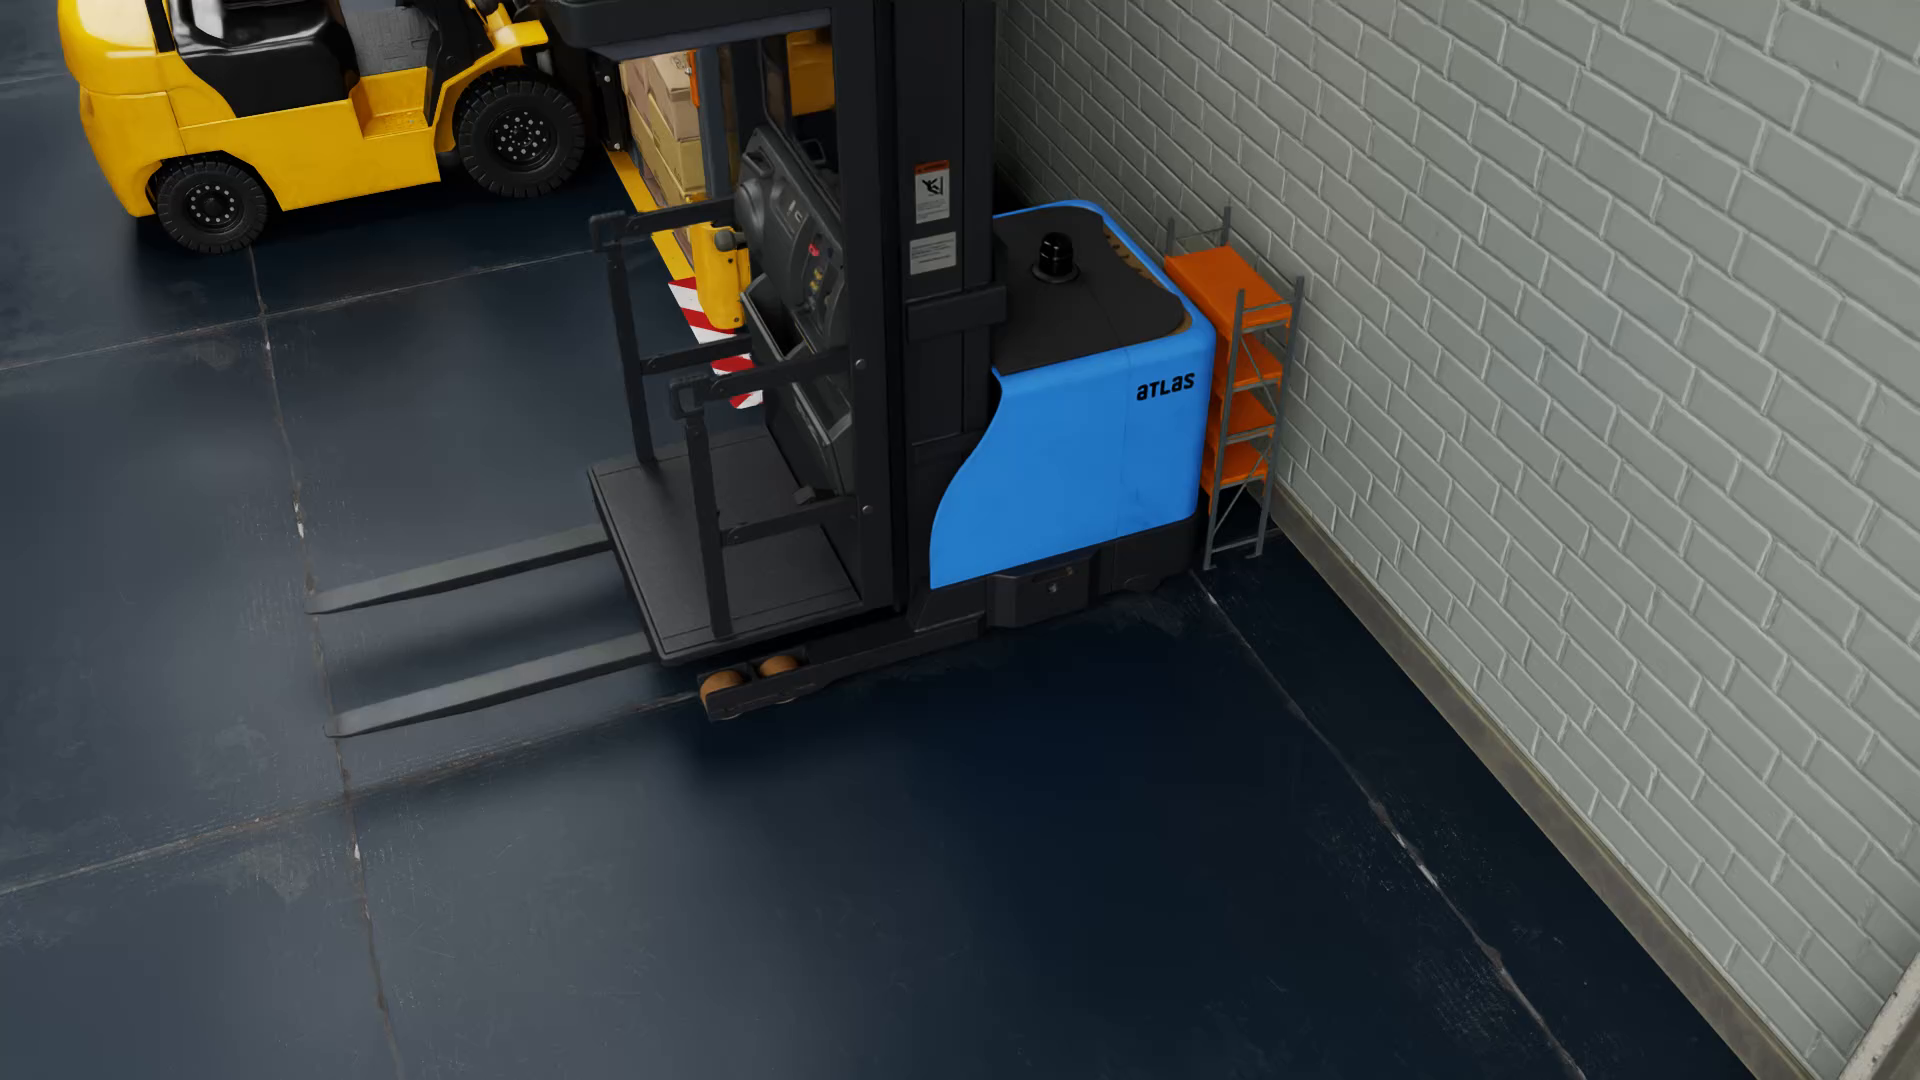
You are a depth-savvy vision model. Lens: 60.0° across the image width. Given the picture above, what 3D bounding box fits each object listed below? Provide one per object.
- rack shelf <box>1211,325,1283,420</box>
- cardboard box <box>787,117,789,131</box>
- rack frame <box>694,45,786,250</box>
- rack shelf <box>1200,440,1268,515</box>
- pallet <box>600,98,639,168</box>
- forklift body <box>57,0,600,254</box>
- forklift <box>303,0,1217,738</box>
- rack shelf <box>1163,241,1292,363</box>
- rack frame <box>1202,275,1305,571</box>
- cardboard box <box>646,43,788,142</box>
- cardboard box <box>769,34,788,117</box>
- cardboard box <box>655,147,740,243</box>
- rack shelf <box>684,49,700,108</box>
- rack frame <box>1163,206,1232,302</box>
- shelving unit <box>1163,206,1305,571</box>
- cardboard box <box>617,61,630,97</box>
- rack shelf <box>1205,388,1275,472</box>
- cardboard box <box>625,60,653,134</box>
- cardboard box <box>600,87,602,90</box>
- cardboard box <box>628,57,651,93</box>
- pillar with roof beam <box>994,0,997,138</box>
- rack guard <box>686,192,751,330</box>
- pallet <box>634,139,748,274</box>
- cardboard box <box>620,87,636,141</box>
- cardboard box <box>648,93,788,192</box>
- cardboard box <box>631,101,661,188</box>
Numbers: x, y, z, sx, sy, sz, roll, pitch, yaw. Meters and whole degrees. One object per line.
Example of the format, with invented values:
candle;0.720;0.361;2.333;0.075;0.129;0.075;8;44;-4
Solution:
rack shelf;0.916;-0.640;5.834;0.258;0.148;0.480;-15;43;-16
cardboard box;-0.597;-1.957;7.628;0.500;0.250;0.500;-14;43;-16
rack frame;-0.609;-2.315;6.642;1.000;3.000;0.127;-15;43;-17
rack shelf;0.916;-0.320;6.109;0.258;0.148;0.480;-15;43;-16
pallet;-1.403;-2.442;8.928;1.003;0.211;1.213;-15;43;-17
forklift body;-3.020;-2.681;7.718;2.313;2.155;1.214;-15;43;-17
forklift;-0.709;-0.904;5.053;3.031;2.935;1.130;-15;43;-17
rack shelf;0.916;-0.819;5.680;0.258;0.148;0.480;-15;43;-16
rack frame;1.007;-0.374;5.764;0.240;1.200;0.015;-15;43;-16
cardboard box;-1.073;-2.011;7.308;0.500;0.250;0.500;-14;43;-15
cardboard box;-0.618;-2.148;7.467;0.500;0.250;0.500;-16;43;-18
cardboard box;-1.081;-1.636;7.639;0.500;0.250;0.500;-15;43;-17
rack shelf;-1.374;-3.247;8.277;1.077;0.370;4.000;-15;43;-17
rack frame;0.825;-0.669;6.107;0.240;1.200;0.015;-15;43;-16
shelving unit;0.916;-0.521;5.936;0.258;1.200;0.503;-15;43;-16
cardboard box;-1.483;-2.447;8.199;0.500;0.250;0.500;-16;43;-18
rack shelf;0.916;-0.470;5.980;0.258;0.148;0.480;-15;43;-16
cardboard box;-1.266;-2.142;7.843;0.500;0.250;0.500;-16;43;-17
cardboard box;-1.665;-2.549;8.701;0.500;0.250;0.500;-14;43;-16
cardboard box;-1.274;-2.317;7.664;0.500;0.250;0.500;-14;43;-16
pillar with roof beam;-4.020;-4.160;4.186;9.100;9.000;0.400;-15;43;-17
rack guard;-0.600;-1.353;7.440;1.175;0.500;0.348;-15;43;-17
pallet;-0.940;-1.708;8.075;1.003;0.211;1.213;-15;43;-17
cardboard box;-1.445;-2.242;8.343;0.500;0.250;0.500;-15;43;-16
cardboard box;-1.084;-1.837;7.489;0.500;0.250;0.500;-16;43;-17
cardboard box;-1.262;-1.938;7.990;0.500;0.250;0.500;-15;43;-17
